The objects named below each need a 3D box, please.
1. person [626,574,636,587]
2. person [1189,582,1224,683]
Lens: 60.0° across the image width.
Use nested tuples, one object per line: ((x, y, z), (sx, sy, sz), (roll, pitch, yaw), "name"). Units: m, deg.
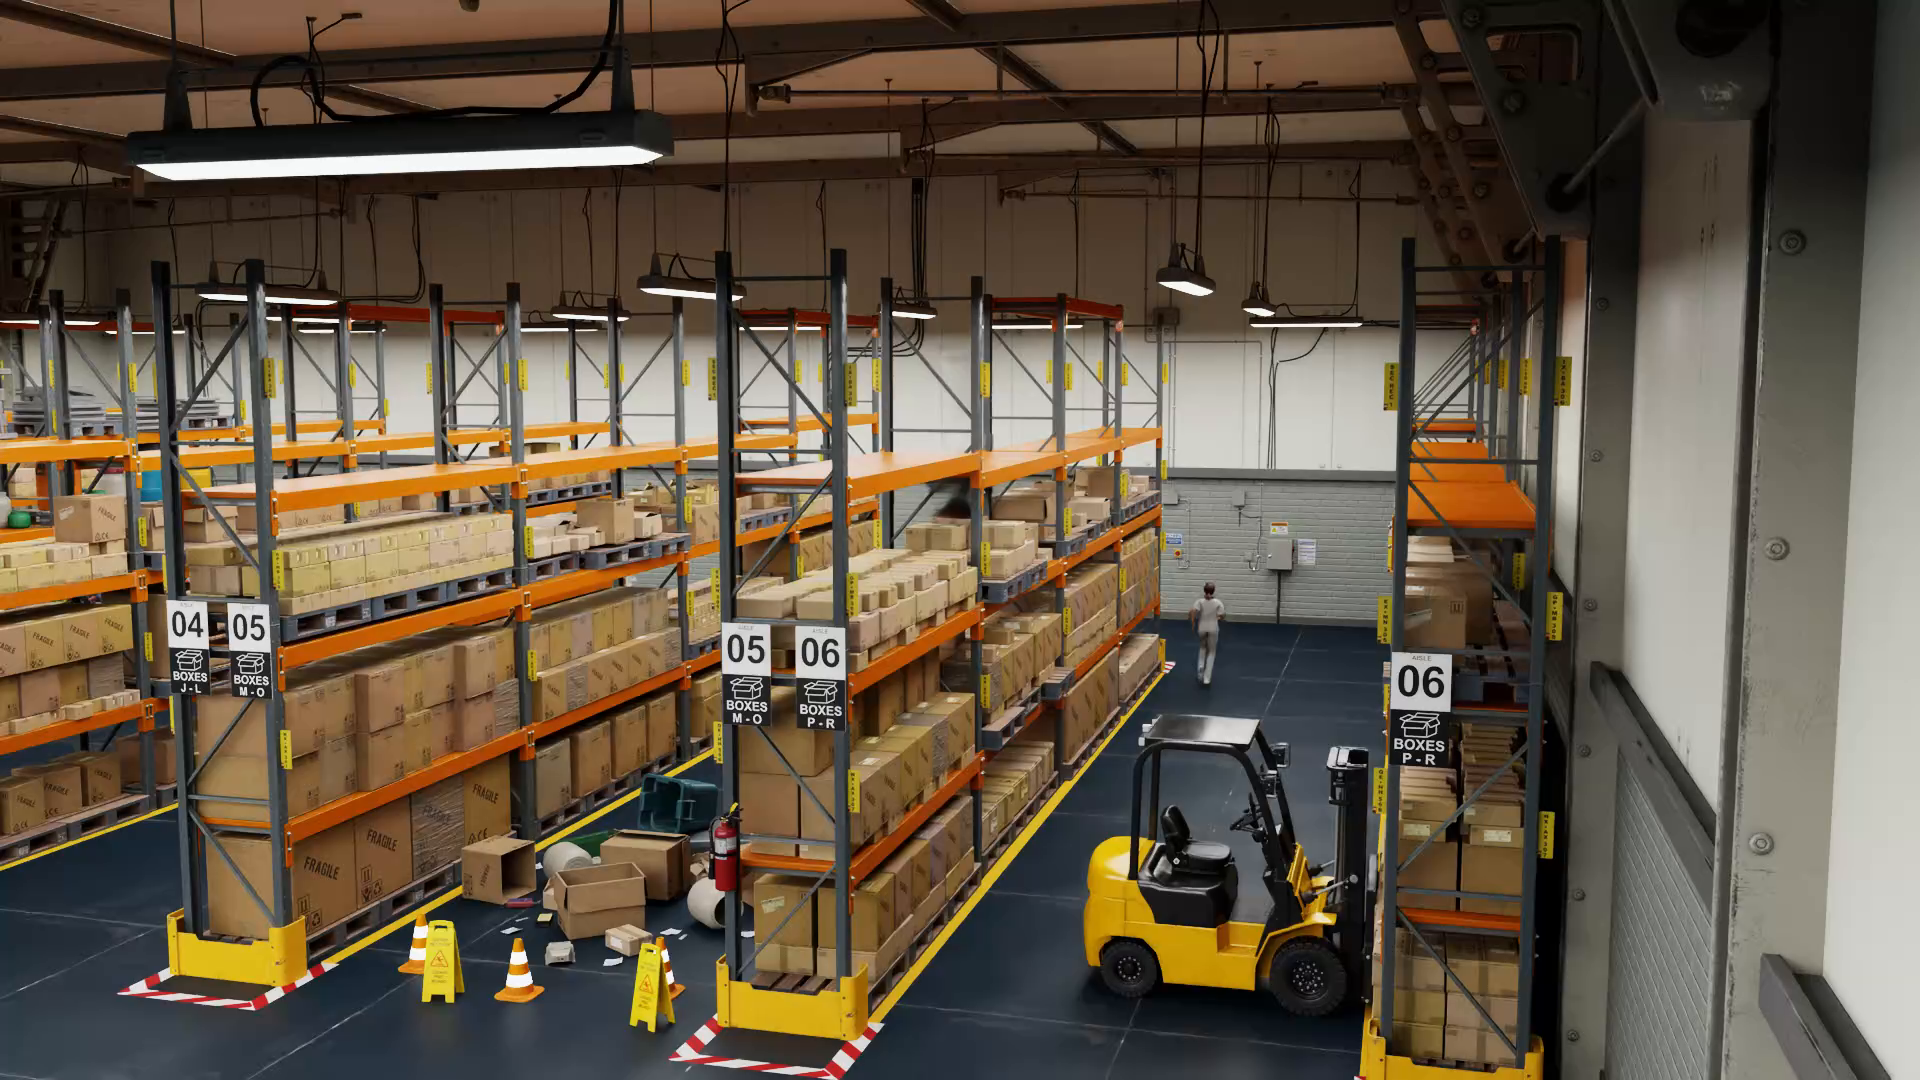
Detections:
((-6.467, 0.847, 32.342), (0.930, 1.797, 0.668), (3, 7, 23), "person")
((4.008, 1.486, 26.958), (0.542, 1.635, 0.631), (2, 6, 15), "person")
